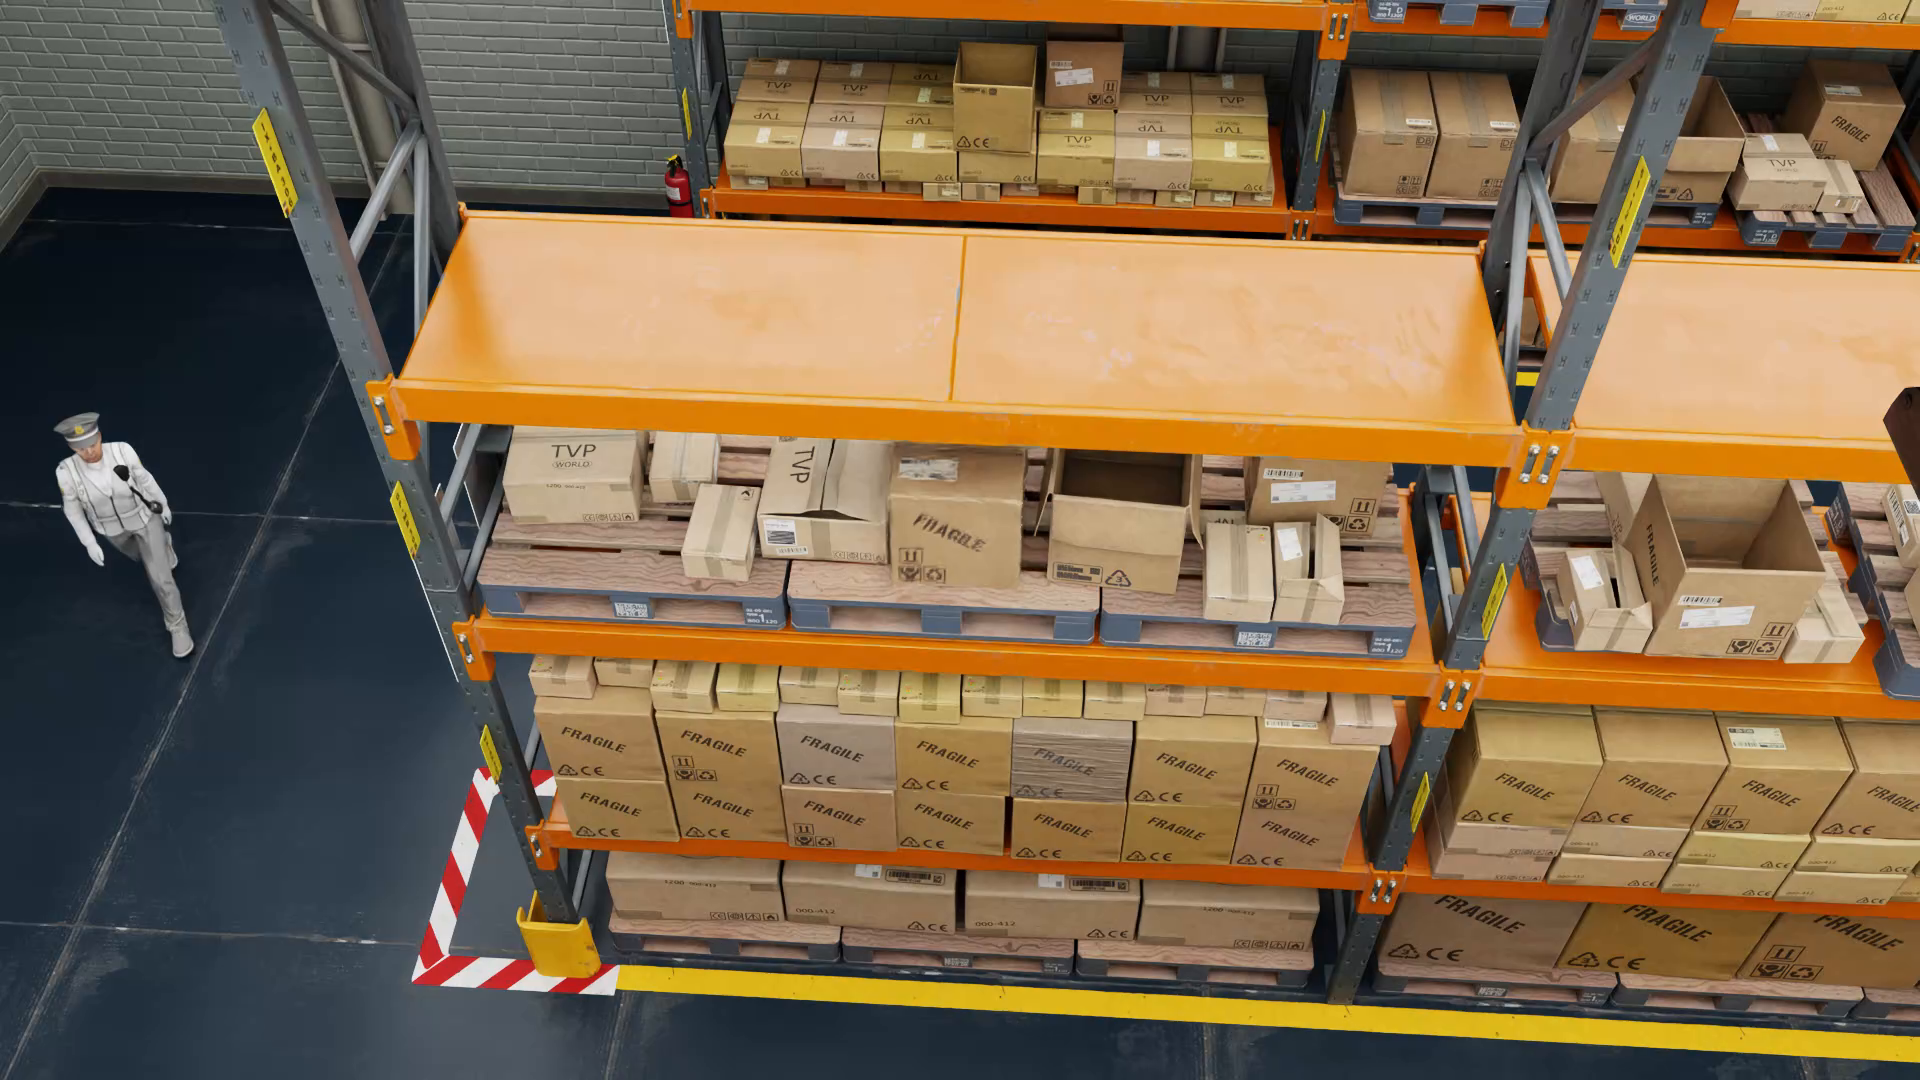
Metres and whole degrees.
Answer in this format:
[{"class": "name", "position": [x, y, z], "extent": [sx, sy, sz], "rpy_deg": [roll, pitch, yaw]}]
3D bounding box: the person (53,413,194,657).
[{"class": "person", "position": [-4.911, -0.148, 9.749], "extent": [0.476, 1.644, 0.964], "rpy_deg": [-12, 49, -10]}]
